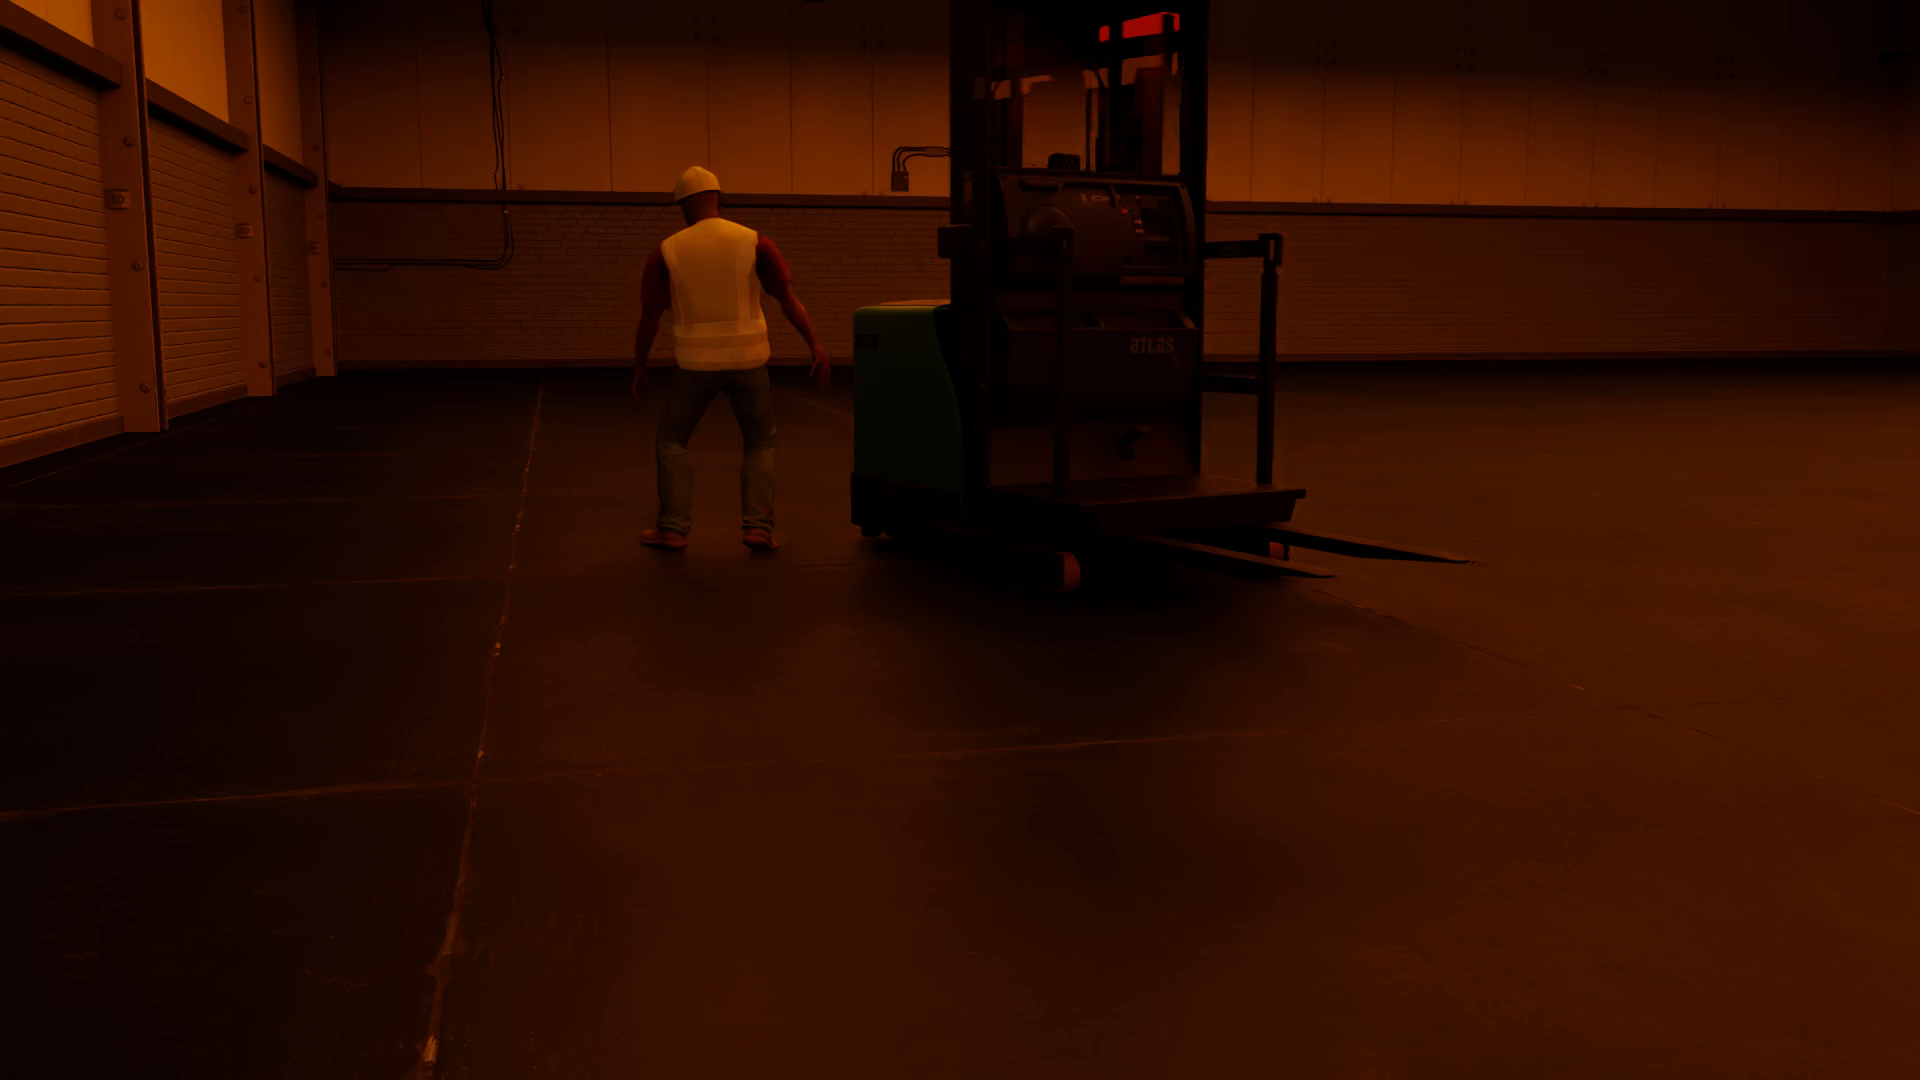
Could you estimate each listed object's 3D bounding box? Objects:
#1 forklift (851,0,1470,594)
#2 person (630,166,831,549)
[{"bbox_3d":[0.671,-1.320,6.565,1.130,2.935,3.031,-5,9,-30],"label":"forklift"},{"bbox_3d":[-1.023,-0.798,7.419,0.897,1.718,0.502,0,8,-2],"label":"person"}]
